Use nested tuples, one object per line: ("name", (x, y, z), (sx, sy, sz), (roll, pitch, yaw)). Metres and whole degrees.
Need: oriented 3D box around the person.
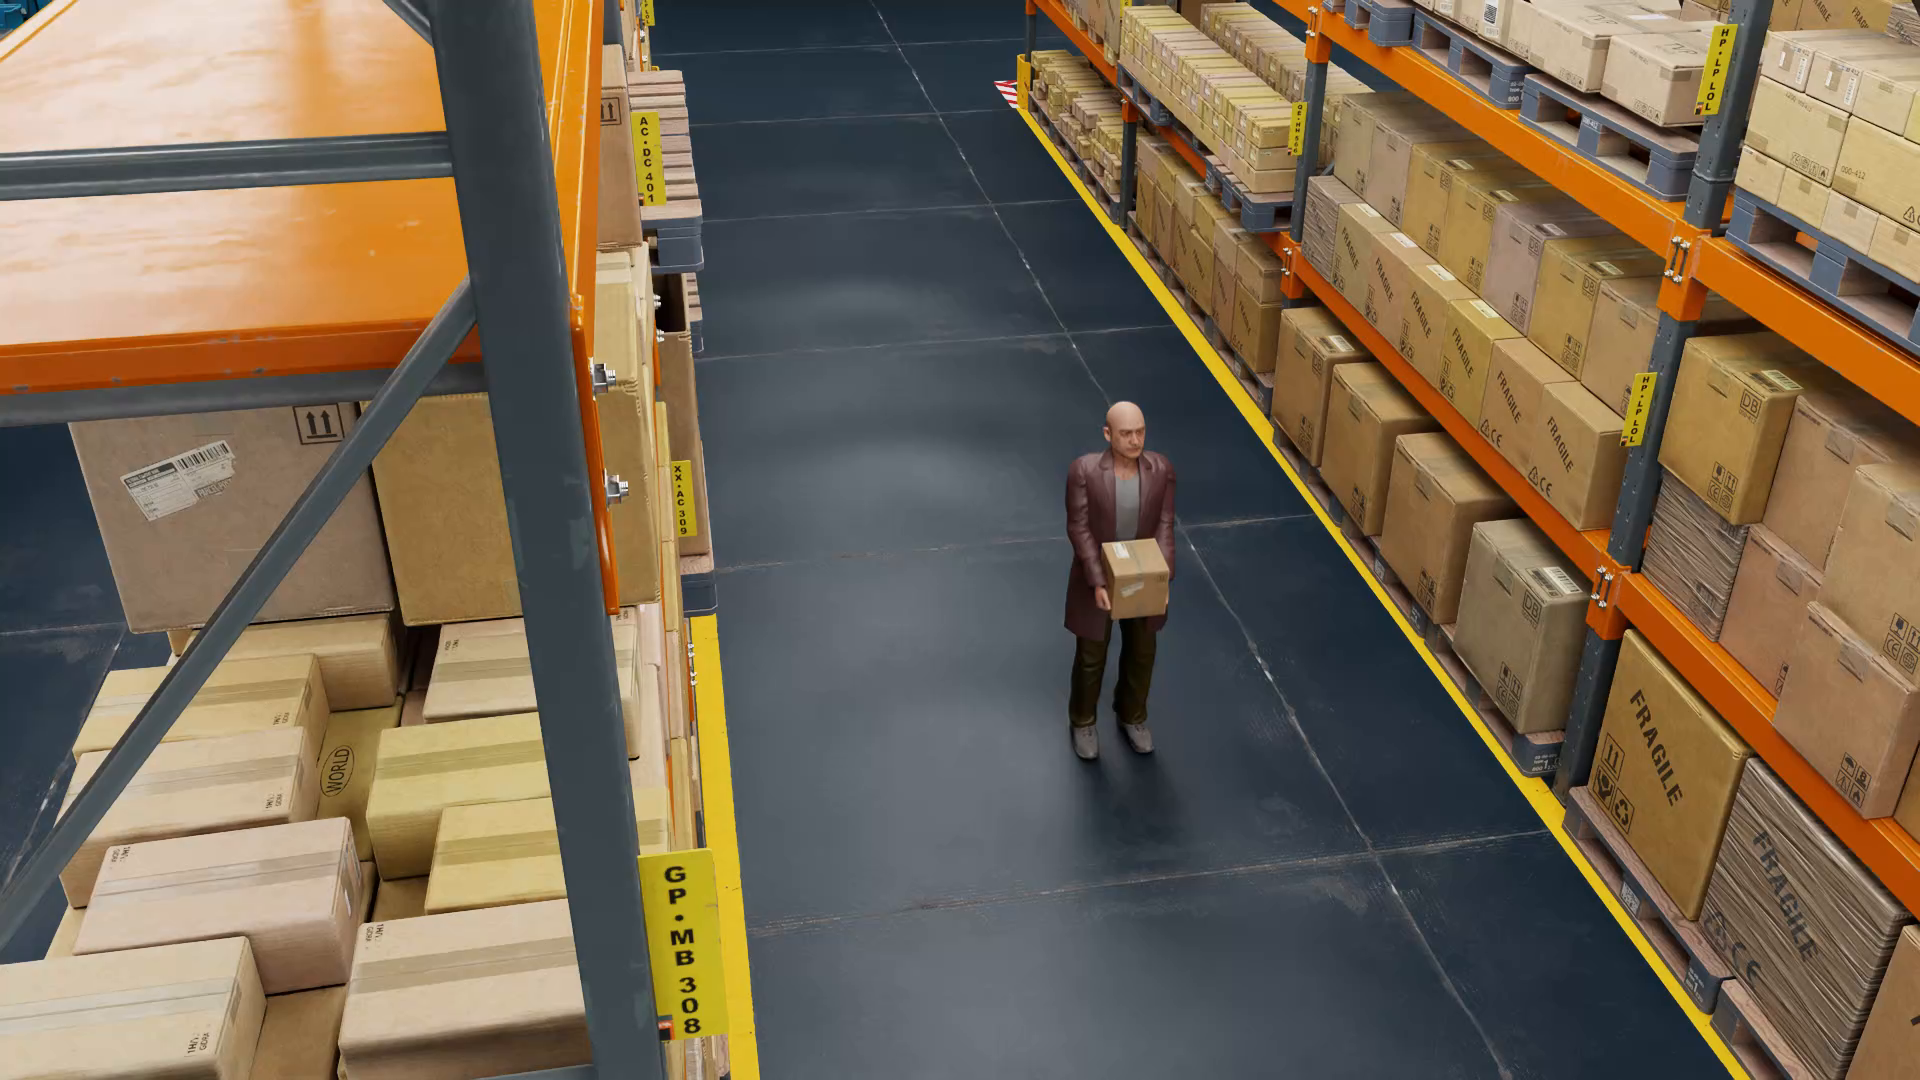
("person", (0.760, 0.243, 7.746), (0.530, 1.769, 0.563), (-5, 31, -9))
